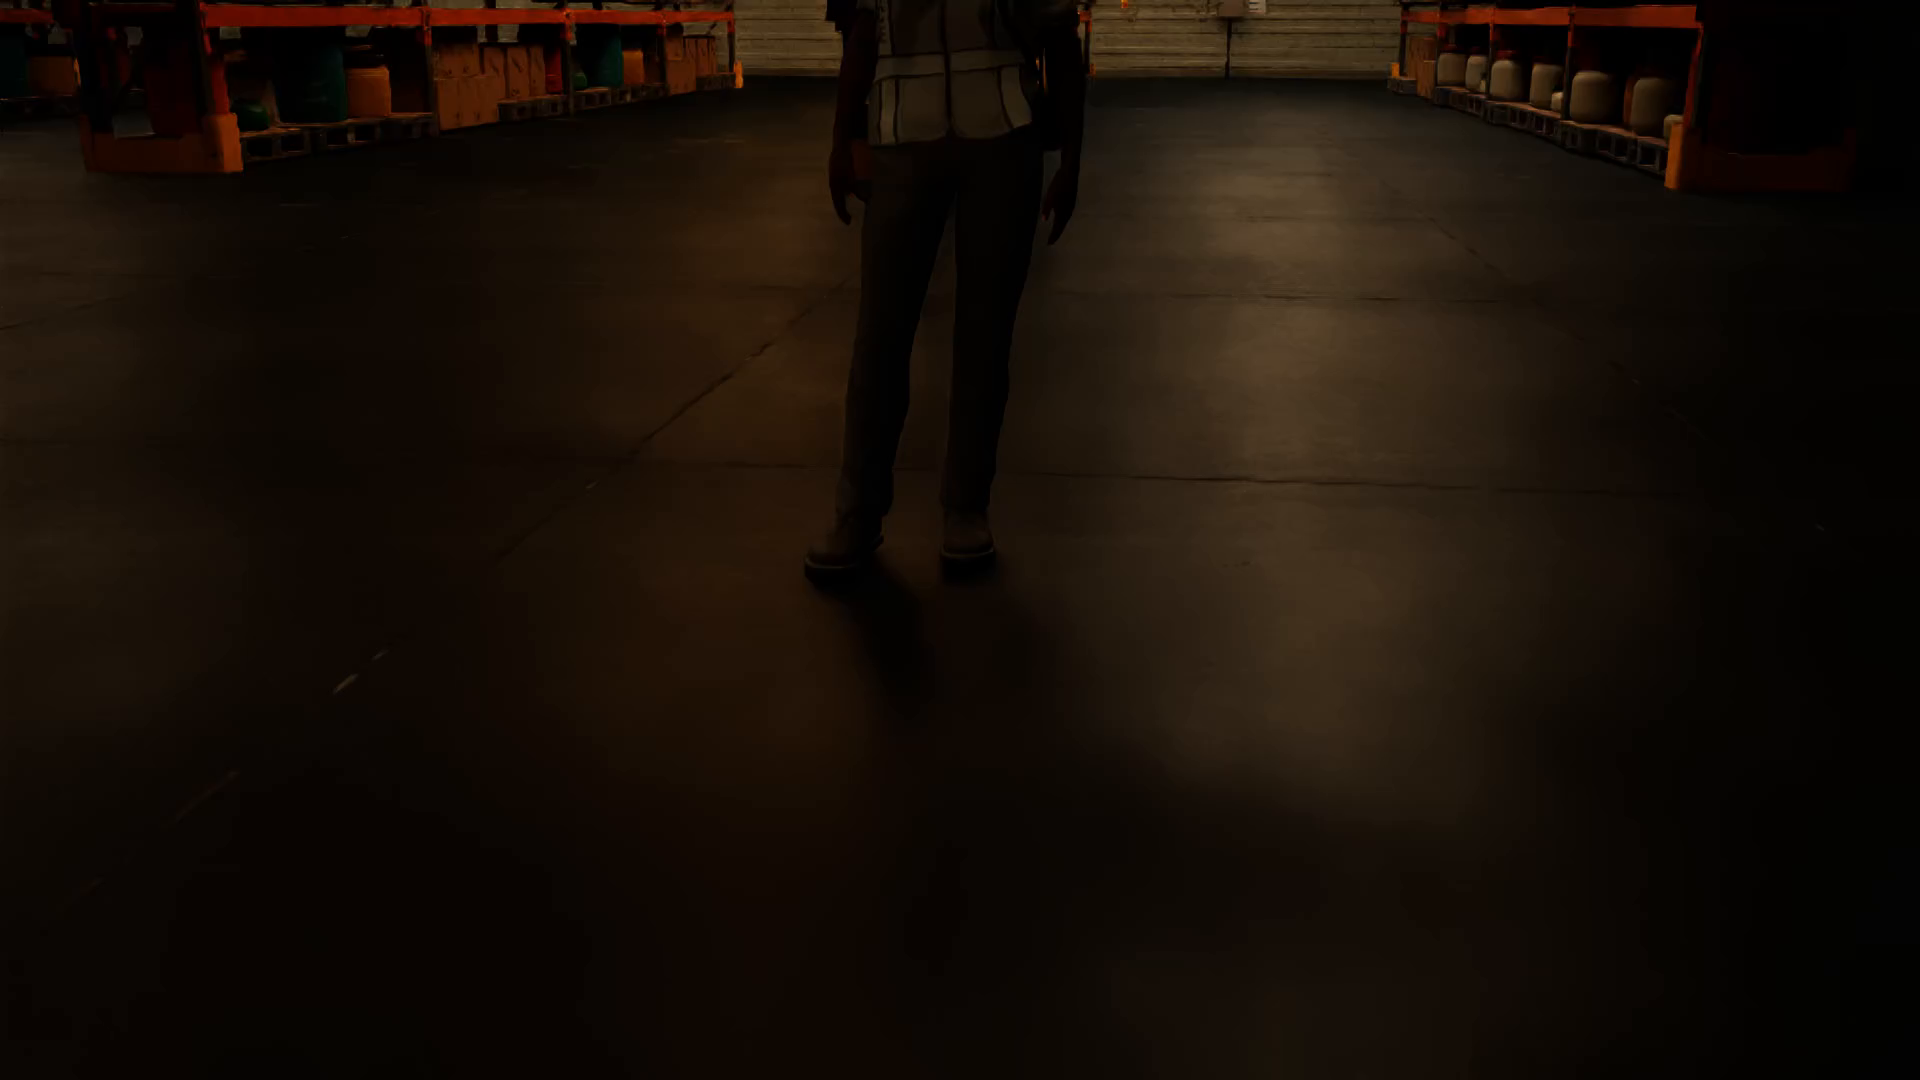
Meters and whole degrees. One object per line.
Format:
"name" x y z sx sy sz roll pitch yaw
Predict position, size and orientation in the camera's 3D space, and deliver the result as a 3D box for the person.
"person" -0.029 -0.794 3.500 0.570 1.695 0.529 2 18 7
